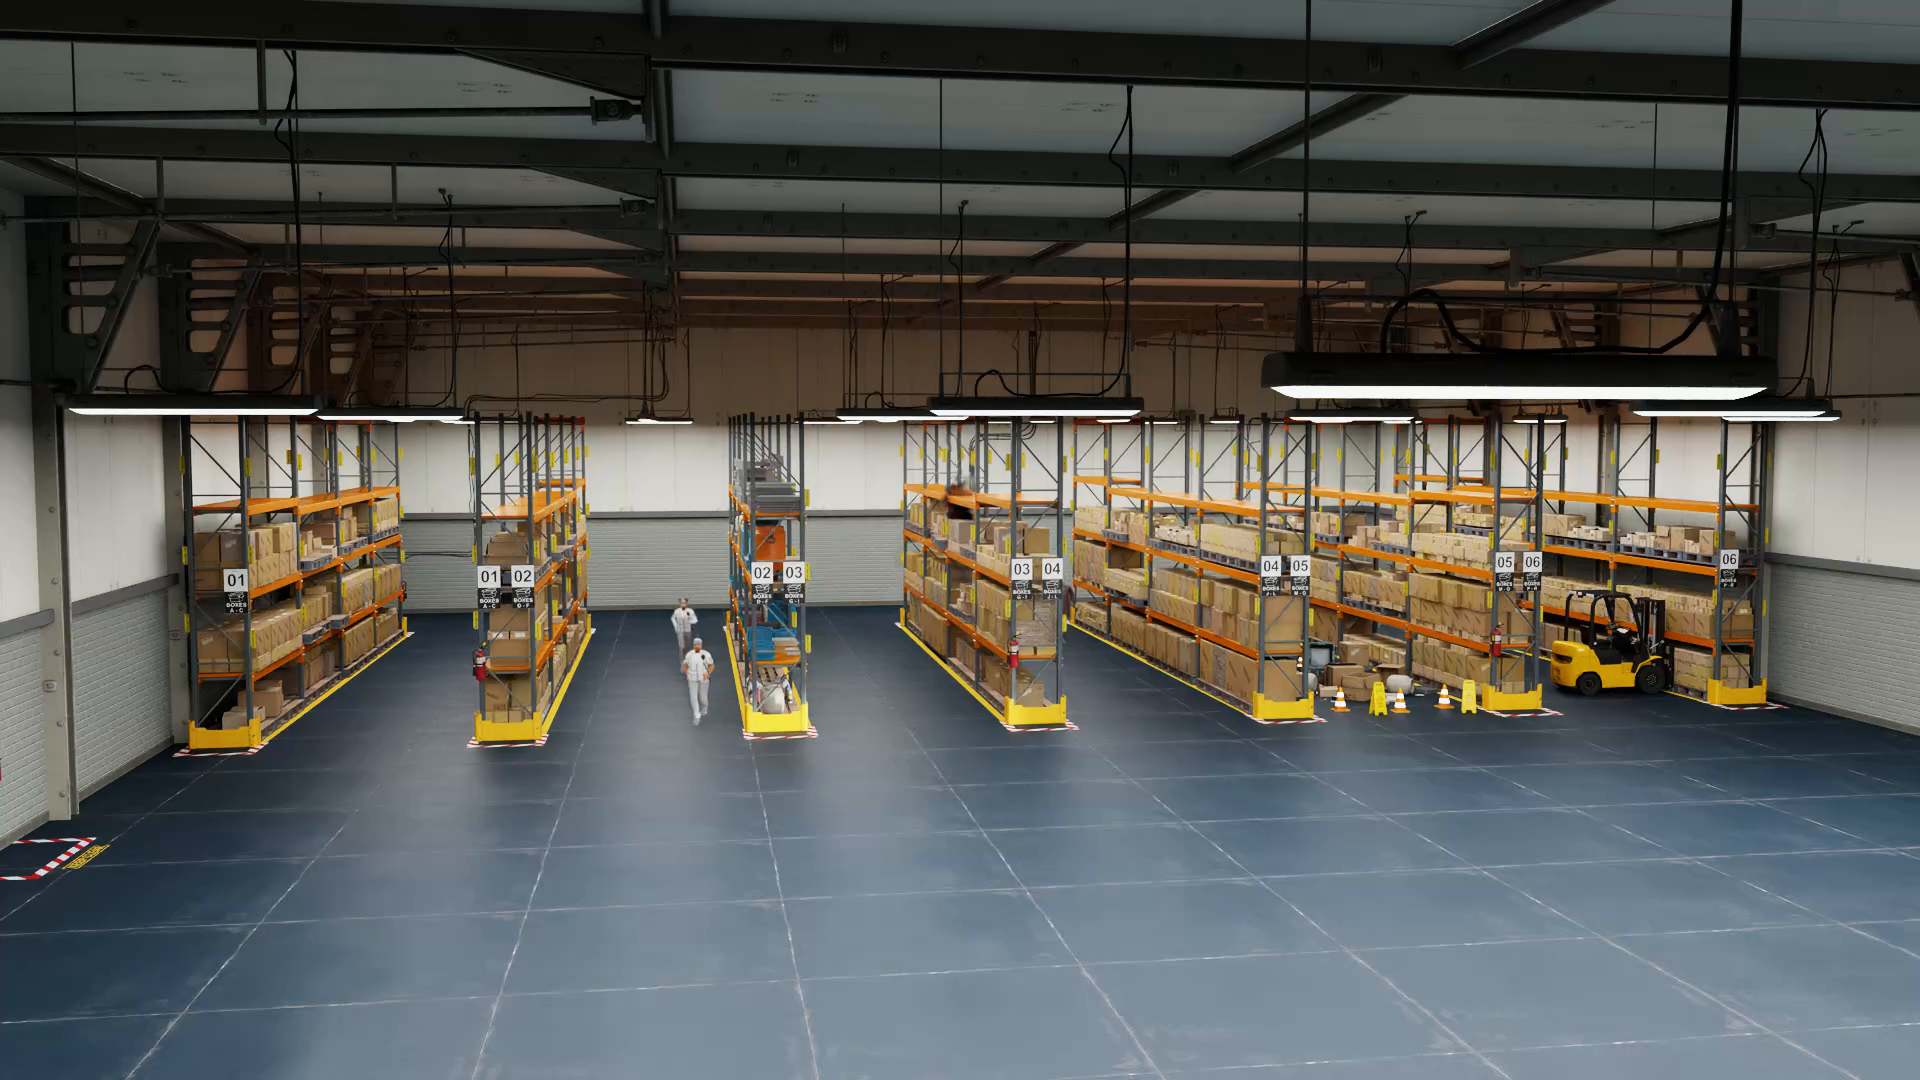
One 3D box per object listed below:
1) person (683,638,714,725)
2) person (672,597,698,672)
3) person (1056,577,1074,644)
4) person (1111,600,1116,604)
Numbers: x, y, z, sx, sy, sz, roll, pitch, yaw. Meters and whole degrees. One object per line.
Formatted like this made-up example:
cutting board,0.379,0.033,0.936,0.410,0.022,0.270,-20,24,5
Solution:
person,-5.076,2.718,32.273,0.618,1.651,0.741,0,4,-4
person,-6.499,2.208,39.318,0.592,1.724,0.840,-1,4,-14
person,2.692,1.844,44.286,0.711,1.777,0.927,-1,4,-8
person,4.496,1.523,49.756,0.691,1.649,0.488,-4,5,-43
